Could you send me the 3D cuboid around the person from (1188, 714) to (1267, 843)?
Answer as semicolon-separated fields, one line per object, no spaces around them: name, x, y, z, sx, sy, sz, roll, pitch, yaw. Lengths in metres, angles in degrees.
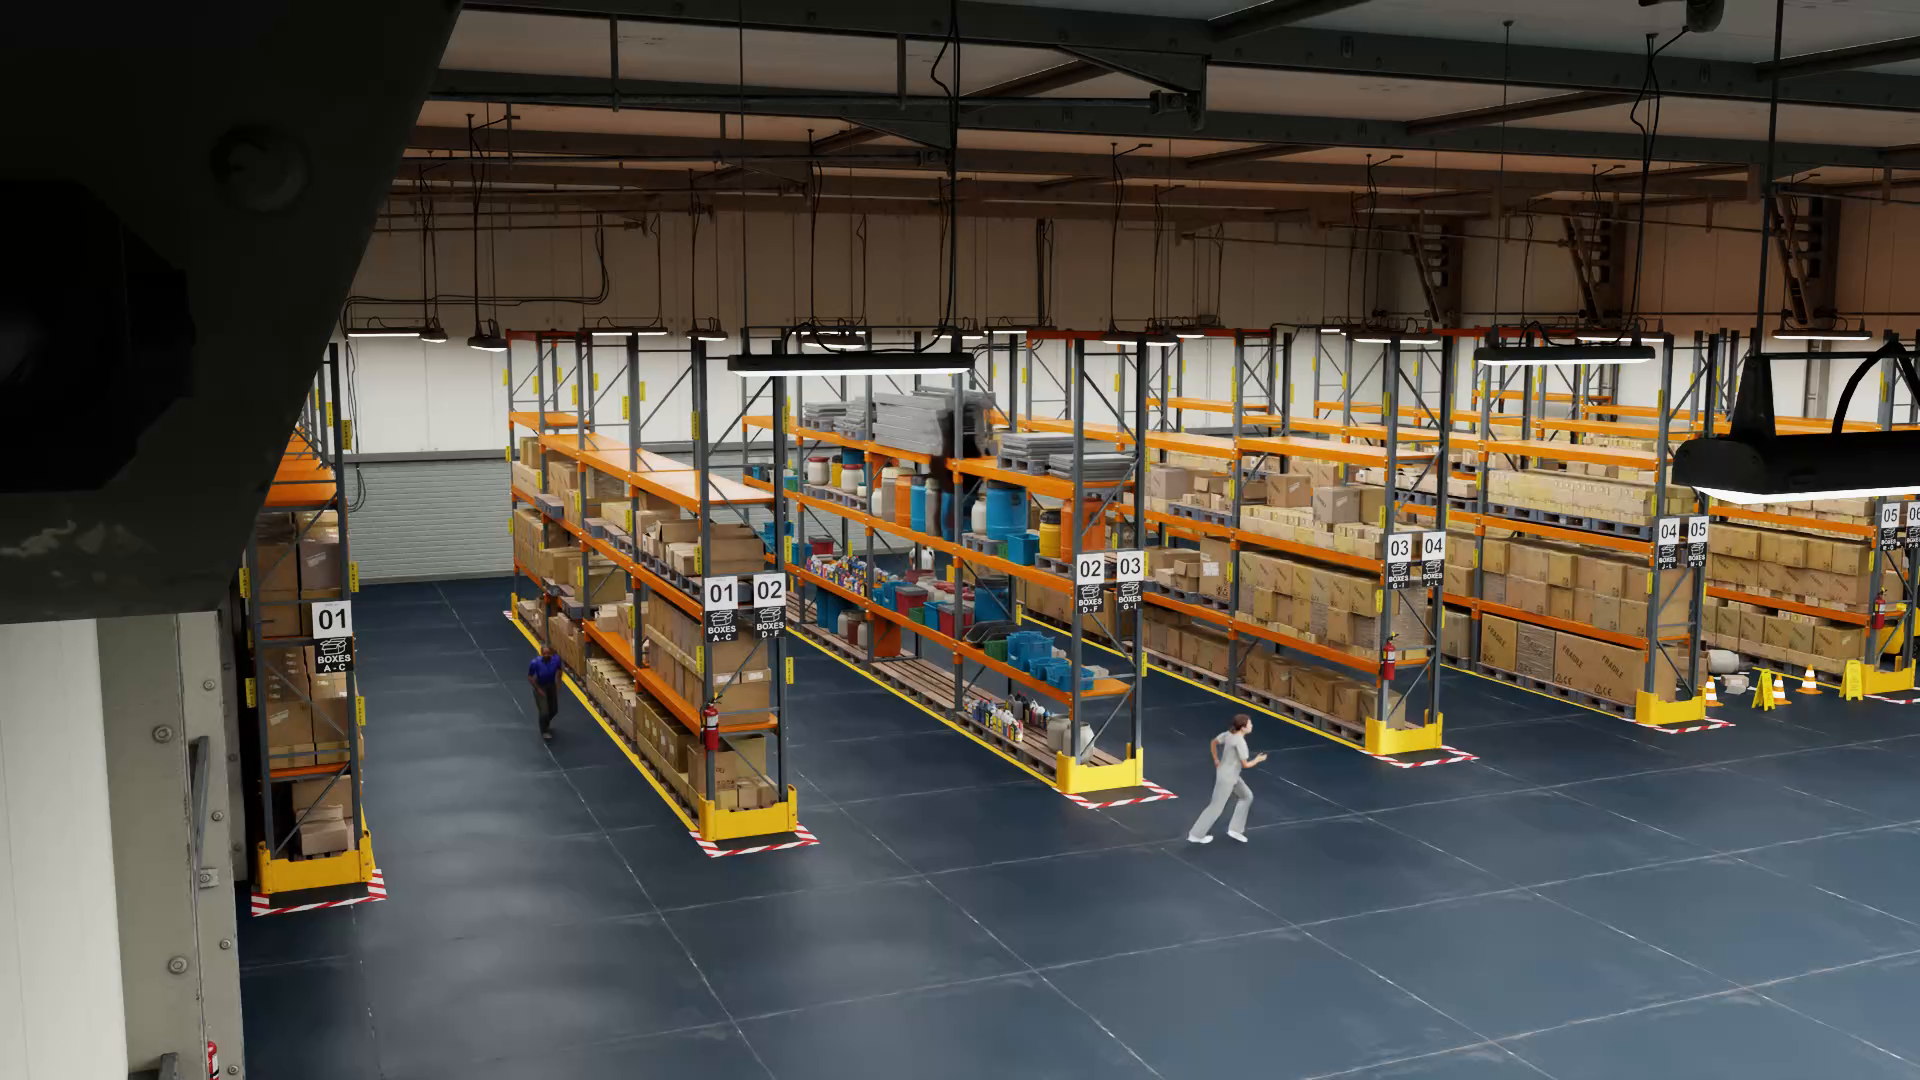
person;3.178;2.846;19.741;0.928;1.613;0.494;0;8;0

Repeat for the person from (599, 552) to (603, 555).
person;-7.951;0.558;36.015;0.937;1.770;0.640;5;9;34

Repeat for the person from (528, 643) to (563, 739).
person;-6.197;2.218;24.841;0.603;1.507;0.836;-7;10;-40

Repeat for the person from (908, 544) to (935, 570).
person;-0.782;0.733;35.327;0.508;1.684;0.800;-5;9;-32
